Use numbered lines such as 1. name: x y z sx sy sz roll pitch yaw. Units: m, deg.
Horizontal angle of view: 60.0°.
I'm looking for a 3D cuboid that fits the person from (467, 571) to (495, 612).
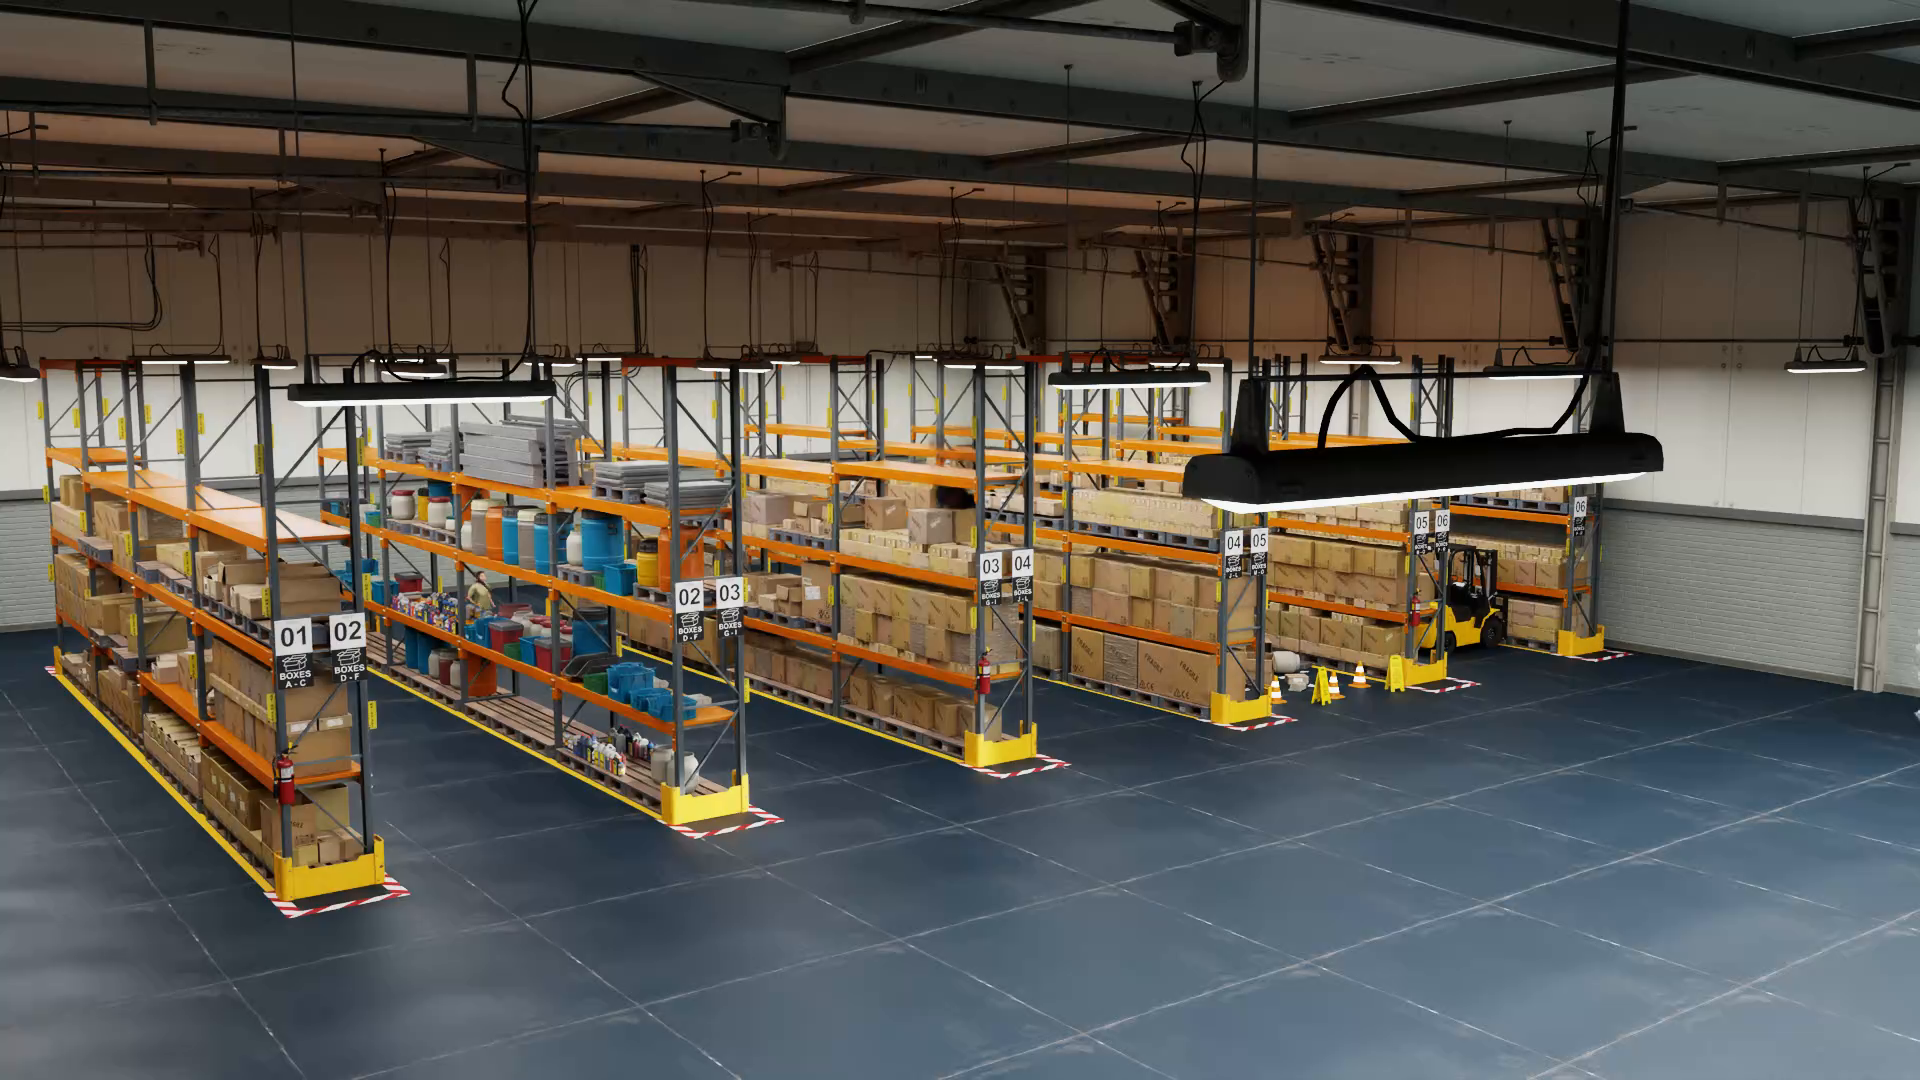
1. person: -9.809 1.436 34.071 0.546 1.623 0.569 7 9 44
